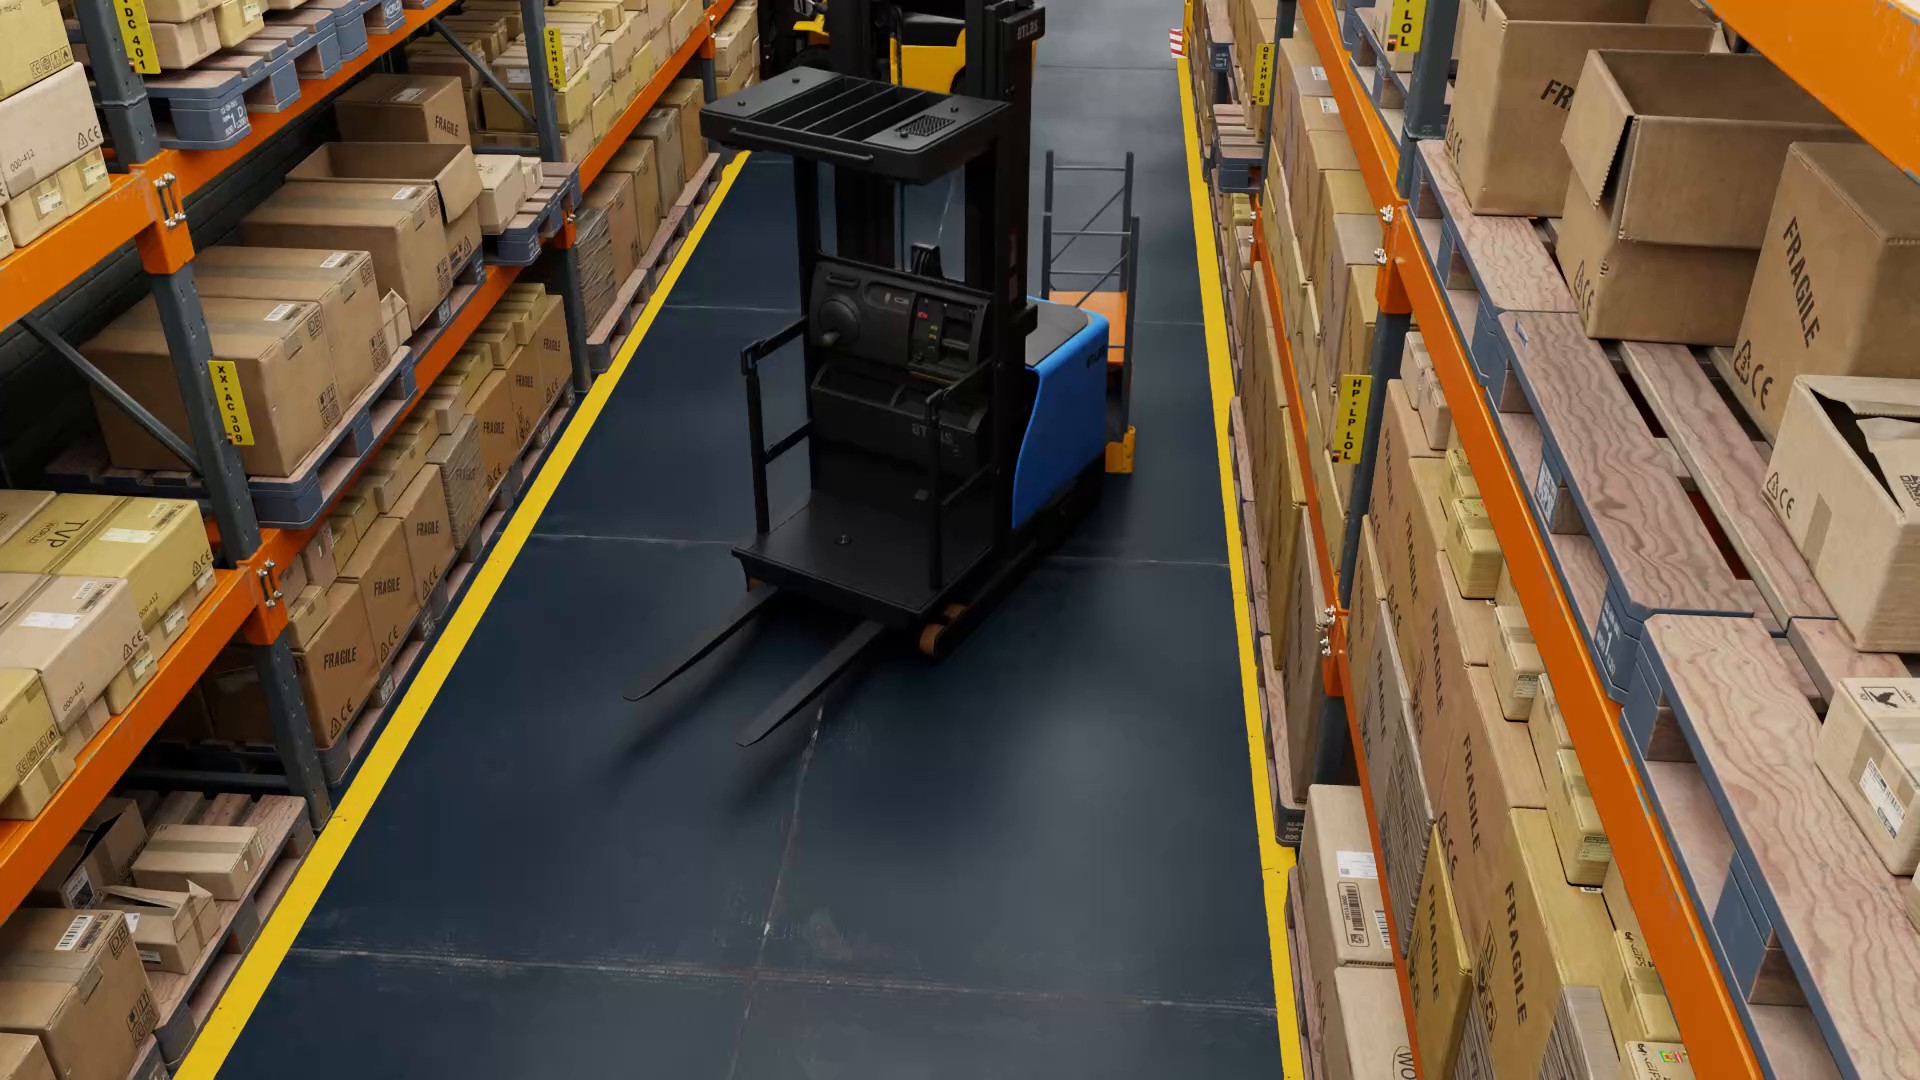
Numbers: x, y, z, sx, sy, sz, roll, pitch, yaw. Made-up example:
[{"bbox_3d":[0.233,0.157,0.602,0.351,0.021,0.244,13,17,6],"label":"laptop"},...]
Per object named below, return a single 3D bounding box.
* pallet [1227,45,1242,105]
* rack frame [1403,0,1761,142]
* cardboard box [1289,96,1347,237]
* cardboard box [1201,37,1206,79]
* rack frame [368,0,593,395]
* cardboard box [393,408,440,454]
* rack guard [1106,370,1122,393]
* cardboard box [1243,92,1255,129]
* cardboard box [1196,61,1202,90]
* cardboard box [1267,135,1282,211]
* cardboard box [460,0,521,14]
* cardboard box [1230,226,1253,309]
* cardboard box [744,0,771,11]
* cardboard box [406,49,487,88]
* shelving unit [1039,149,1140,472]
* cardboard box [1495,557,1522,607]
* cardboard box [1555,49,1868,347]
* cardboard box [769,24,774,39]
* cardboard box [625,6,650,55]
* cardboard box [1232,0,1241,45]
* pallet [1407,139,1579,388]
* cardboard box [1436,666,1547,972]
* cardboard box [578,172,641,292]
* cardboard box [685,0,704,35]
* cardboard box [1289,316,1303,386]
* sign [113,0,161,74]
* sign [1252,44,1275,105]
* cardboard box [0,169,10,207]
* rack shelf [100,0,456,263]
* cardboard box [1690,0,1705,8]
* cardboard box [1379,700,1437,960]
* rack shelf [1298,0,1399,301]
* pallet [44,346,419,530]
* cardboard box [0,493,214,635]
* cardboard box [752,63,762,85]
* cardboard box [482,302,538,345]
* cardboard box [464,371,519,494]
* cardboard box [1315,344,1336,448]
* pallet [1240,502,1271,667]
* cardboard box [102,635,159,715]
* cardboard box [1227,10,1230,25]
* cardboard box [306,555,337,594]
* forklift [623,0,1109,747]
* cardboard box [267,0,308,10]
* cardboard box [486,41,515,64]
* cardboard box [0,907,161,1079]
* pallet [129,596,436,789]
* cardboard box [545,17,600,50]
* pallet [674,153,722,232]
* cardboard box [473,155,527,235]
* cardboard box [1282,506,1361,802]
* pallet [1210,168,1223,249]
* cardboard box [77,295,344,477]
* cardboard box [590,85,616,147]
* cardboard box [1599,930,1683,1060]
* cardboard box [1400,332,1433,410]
[{"bbox_3d":[2.288,-2.967,10.888,1.003,0.211,1.213,2,32,4],"label":"pallet"},{"bbox_3d":[1.842,-2.474,4.188,1.000,3.000,0.127,2,32,4],"label":"rack frame"},{"bbox_3d":[1.795,-1.703,7.606,0.500,0.500,0.500,3,32,5],"label":"cardboard box"},{"bbox_3d":[2.354,-4.285,14.349,0.500,0.500,0.500,4,32,7],"label":"cardboard box"},{"bbox_3d":[-2.780,-2.222,9.496,1.000,3.000,0.127,2,32,4],"label":"rack frame"},{"bbox_3d":[-2.775,-0.525,8.107,0.380,0.149,0.250,3,32,4],"label":"cardboard box"},{"bbox_3d":[0.742,-1.039,10.198,0.587,0.250,0.087,2,32,3],"label":"rack guard"},{"bbox_3d":[1.885,-2.542,9.855,0.380,0.149,0.250,2,32,4],"label":"cardboard box"},{"bbox_3d":[2.396,-4.241,14.993,0.500,0.250,0.500,5,32,7],"label":"cardboard box"},{"bbox_3d":[1.880,-1.906,8.651,0.500,0.250,0.500,2,32,4],"label":"cardboard box"},{"bbox_3d":[-2.977,-3.393,10.682,0.380,0.149,0.250,2,32,3],"label":"cardboard box"},{"bbox_3d":[2.275,-1.753,10.840,0.950,0.372,0.625,2,32,3],"label":"cardboard box"},{"bbox_3d":[-1.971,-4.789,14.929,0.500,0.250,0.500,2,32,3],"label":"cardboard box"},{"bbox_3d":[-2.955,-2.719,9.590,0.380,0.149,0.250,3,32,6],"label":"cardboard box"},{"bbox_3d":[0.712,-1.310,9.447,0.587,1.500,1.083,2,32,3],"label":"shelving unit"},{"bbox_3d":[1.503,0.159,3.966,0.380,0.149,0.250,2,32,4],"label":"cardboard box"},{"bbox_3d":[1.764,-0.756,3.665,0.797,0.503,0.637,5,32,8],"label":"cardboard box"},{"bbox_3d":[-1.974,-4.564,15.041,0.500,0.250,0.500,2,32,4],"label":"cardboard box"},{"bbox_3d":[-2.382,-3.395,11.067,0.500,0.250,0.500,3,32,5],"label":"cardboard box"},{"bbox_3d":[2.044,-3.430,10.677,0.500,0.500,0.500,1,32,2],"label":"cardboard box"},{"bbox_3d":[1.765,-0.732,4.304,1.003,0.211,1.213,2,32,4],"label":"pallet"},{"bbox_3d":[1.418,0.645,3.796,0.500,0.500,0.500,2,32,4],"label":"cardboard box"},{"bbox_3d":[-2.670,-2.057,11.093,0.875,0.625,0.625,3,32,6],"label":"cardboard box"},{"bbox_3d":[-2.235,-3.975,12.484,0.500,0.250,0.500,3,32,5],"label":"cardboard box"},{"bbox_3d":[1.767,-0.901,7.497,0.500,0.250,0.500,2,32,4],"label":"cardboard box"},{"bbox_3d":[-2.564,-1.608,5.149,0.100,0.325,0.005,2,32,4],"label":"sign"},{"bbox_3d":[1.626,-2.489,8.902,0.100,0.325,0.005,2,32,4],"label":"sign"},{"bbox_3d":[-2.927,-0.935,4.408,0.500,0.250,0.500,1,32,2],"label":"cardboard box"},{"bbox_3d":[-2.943,-2.147,7.201,1.077,0.370,4.000,2,32,4],"label":"rack shelf"},{"bbox_3d":[2.202,-1.867,5.566,0.500,0.500,0.500,2,32,3],"label":"cardboard box"},{"bbox_3d":[1.451,0.794,4.507,0.500,0.500,0.500,3,32,4],"label":"cardboard box"},{"bbox_3d":[2.005,-1.937,6.860,1.077,0.370,4.000,2,32,4],"label":"rack shelf"},{"bbox_3d":[-2.932,-0.462,6.823,1.003,0.211,1.213,2,32,4],"label":"pallet"},{"bbox_3d":[-2.904,0.084,5.615,0.500,0.250,0.500,3,32,5],"label":"cardboard box"},{"bbox_3d":[-2.033,-4.096,14.758,0.500,0.250,0.500,3,32,5],"label":"cardboard box"},{"bbox_3d":[-2.559,-1.200,9.202,0.380,0.149,0.250,1,32,1],"label":"cardboard box"},{"bbox_3d":[-2.691,-0.571,8.800,0.500,0.500,0.500,4,32,6],"label":"cardboard box"},{"bbox_3d":[1.669,-0.572,6.485,0.500,0.250,0.500,3,32,5],"label":"cardboard box"},{"bbox_3d":[1.926,0.220,8.191,1.003,0.211,1.213,2,32,4],"label":"pallet"},{"bbox_3d":[-2.877,0.428,5.436,0.380,0.149,0.250,3,32,5],"label":"cardboard box"},{"bbox_3d":[2.104,-3.770,11.847,0.380,0.149,0.250,3,32,5],"label":"cardboard box"},{"bbox_3d":[-2.866,0.155,7.004,0.380,0.149,0.250,2,32,3],"label":"cardboard box"},{"bbox_3d":[-0.401,-0.968,7.528,1.130,2.935,3.031,17,36,26],"label":"forklift"},{"bbox_3d":[-2.601,-2.060,6.119,0.380,0.149,0.250,3,32,5],"label":"cardboard box"},{"bbox_3d":[-2.981,-2.885,10.239,0.500,0.250,0.500,3,32,4],"label":"cardboard box"},{"bbox_3d":[-3.094,1.543,5.370,0.700,0.500,0.500,1,32,2],"label":"cardboard box"},{"bbox_3d":[-3.077,0.630,7.527,1.003,0.211,1.213,2,32,4],"label":"pallet"},{"bbox_3d":[-2.436,-3.107,10.219,0.380,0.149,0.250,3,32,5],"label":"cardboard box"},{"bbox_3d":[-2.476,-2.740,12.994,1.003,0.211,1.213,2,32,4],"label":"pallet"},{"bbox_3d":[-2.543,-1.771,8.508,0.500,0.250,0.500,1,32,2],"label":"cardboard box"},{"bbox_3d":[1.812,0.478,6.740,0.875,0.875,0.875,3,32,6],"label":"cardboard box"},{"bbox_3d":[2.431,-2.509,12.620,1.003,0.211,1.213,2,32,4],"label":"pallet"},{"bbox_3d":[-2.843,-0.595,6.361,0.700,0.500,0.500,3,32,5],"label":"cardboard box"},{"bbox_3d":[-2.455,-2.643,10.322,0.500,0.250,0.500,2,32,3],"label":"cardboard box"},{"bbox_3d":[1.341,0.828,2.880,0.380,0.149,0.250,3,32,5],"label":"cardboard box"},{"bbox_3d":[1.557,-0.511,5.053,0.380,0.149,0.250,2,32,3],"label":"cardboard box"}]
